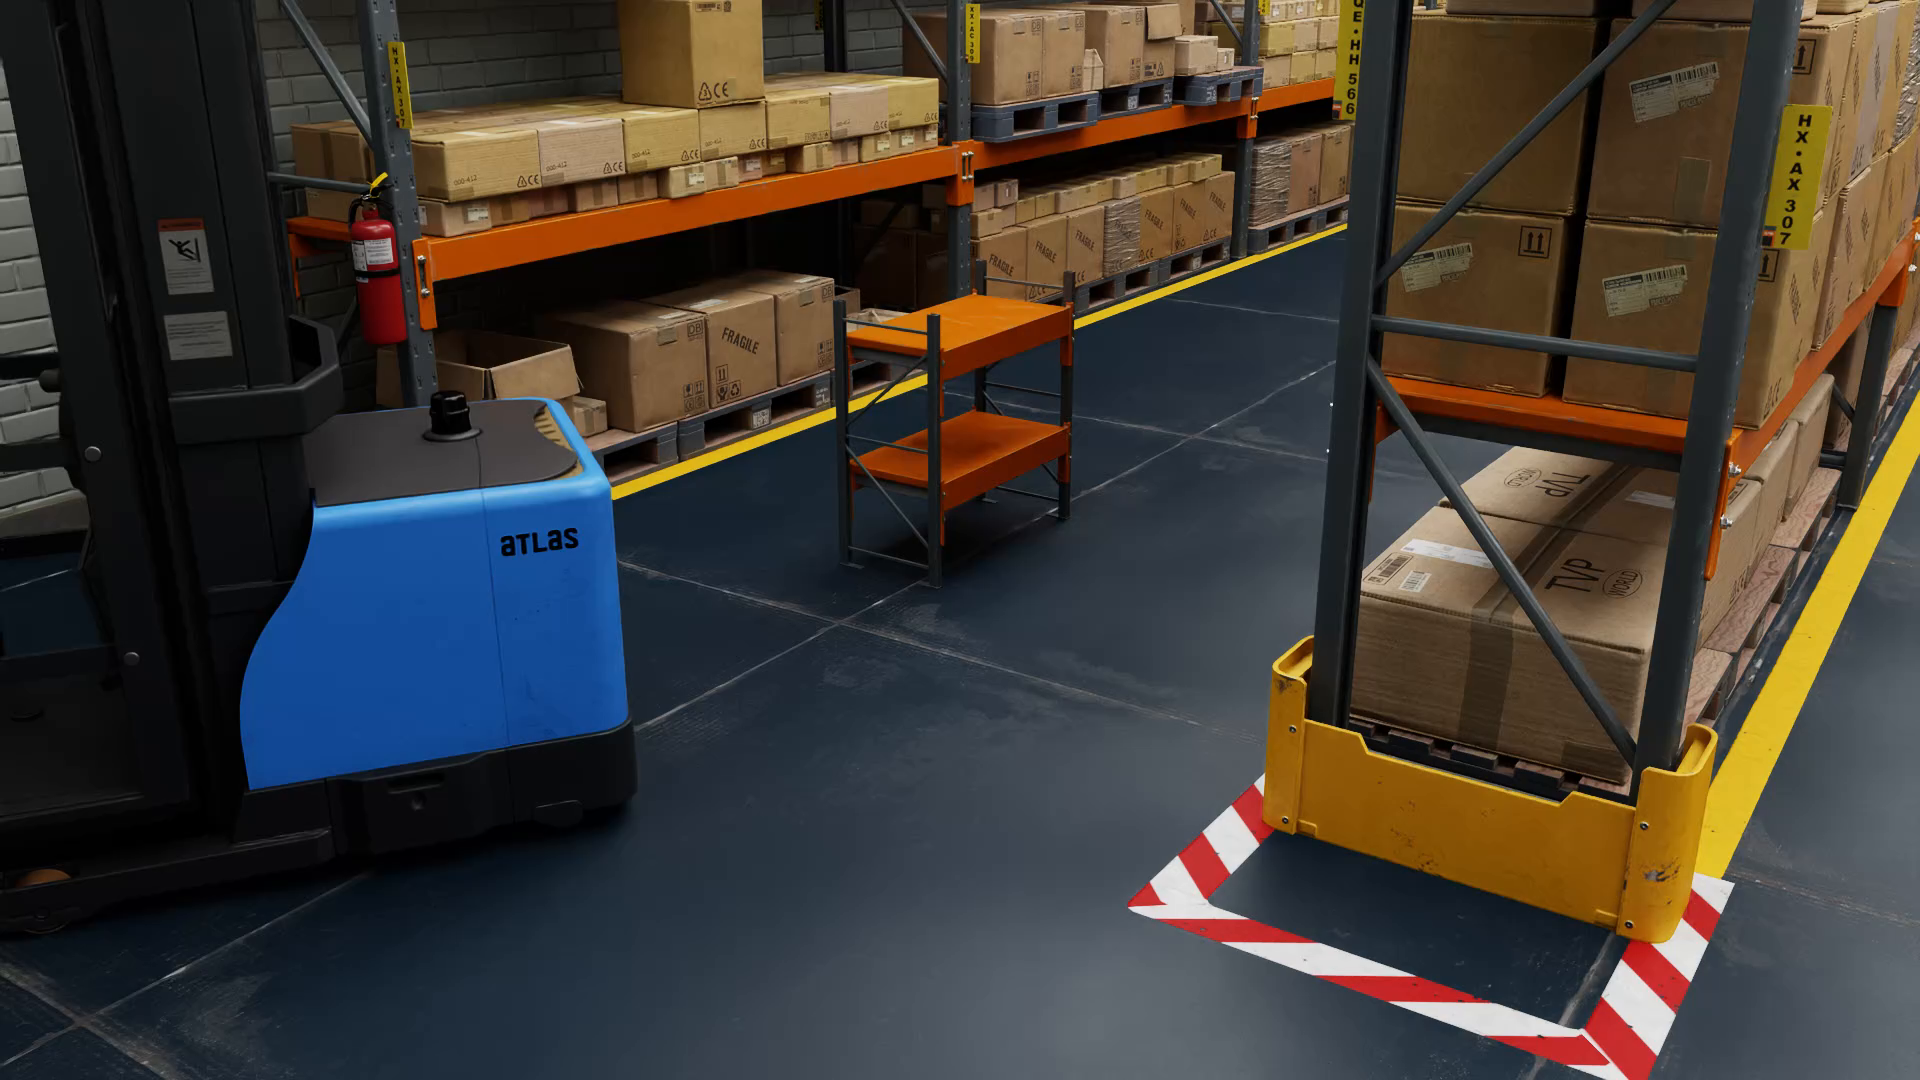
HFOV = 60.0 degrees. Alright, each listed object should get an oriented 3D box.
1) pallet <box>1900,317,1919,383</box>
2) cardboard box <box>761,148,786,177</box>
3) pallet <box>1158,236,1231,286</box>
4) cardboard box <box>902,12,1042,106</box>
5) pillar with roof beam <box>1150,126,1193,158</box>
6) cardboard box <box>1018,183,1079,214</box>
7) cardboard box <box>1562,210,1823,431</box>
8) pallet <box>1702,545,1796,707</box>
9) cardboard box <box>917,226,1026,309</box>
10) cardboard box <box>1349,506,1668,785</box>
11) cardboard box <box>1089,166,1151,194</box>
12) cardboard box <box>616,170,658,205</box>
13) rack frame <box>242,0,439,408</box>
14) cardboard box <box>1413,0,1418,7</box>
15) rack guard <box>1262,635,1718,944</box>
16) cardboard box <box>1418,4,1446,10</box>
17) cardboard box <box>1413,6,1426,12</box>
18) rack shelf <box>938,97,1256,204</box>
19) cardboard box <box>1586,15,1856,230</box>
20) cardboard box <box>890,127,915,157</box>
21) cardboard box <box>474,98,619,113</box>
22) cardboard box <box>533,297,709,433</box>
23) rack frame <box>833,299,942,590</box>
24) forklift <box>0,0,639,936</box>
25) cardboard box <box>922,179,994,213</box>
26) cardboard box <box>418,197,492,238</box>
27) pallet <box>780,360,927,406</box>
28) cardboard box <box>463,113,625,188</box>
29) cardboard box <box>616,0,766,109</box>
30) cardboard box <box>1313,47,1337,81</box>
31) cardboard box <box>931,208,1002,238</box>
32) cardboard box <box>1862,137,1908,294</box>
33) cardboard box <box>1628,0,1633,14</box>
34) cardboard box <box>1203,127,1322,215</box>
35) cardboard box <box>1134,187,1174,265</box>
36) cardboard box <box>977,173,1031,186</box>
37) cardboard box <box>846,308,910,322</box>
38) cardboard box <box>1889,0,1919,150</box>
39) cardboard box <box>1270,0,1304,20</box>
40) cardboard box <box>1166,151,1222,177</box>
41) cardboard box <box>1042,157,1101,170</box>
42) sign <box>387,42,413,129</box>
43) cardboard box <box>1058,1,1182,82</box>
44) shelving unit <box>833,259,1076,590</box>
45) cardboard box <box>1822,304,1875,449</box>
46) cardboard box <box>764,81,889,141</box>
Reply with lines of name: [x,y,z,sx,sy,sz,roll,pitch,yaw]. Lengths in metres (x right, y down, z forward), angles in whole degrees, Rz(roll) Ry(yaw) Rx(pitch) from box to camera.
pallet: [5.467,-1.279,10.418,1.003,0.211,1.213,13,24,32]
cardboard box: [-1.136,-2.000,8.710,0.380,0.149,0.250,14,24,33]
pallet: [1.414,-2.251,13.045,1.003,0.211,1.213,13,24,32]
cardboard box: [0.074,-2.957,10.185,0.700,0.500,0.500,14,24,33]
pillar with roof beam: [5.413,-6.289,11.296,9.100,9.000,0.400,13,24,32]
cardboard box: [0.579,-2.314,11.258,0.380,0.149,0.250,13,24,32]
cardboard box: [1.983,-0.632,4.504,0.500,0.500,0.500,13,24,31]
pallet: [2.547,0.212,6.388,1.003,0.211,1.213,13,24,32]
cardboard box: [0.075,-1.737,10.635,0.500,0.500,0.500,15,25,34]
cardboard box: [1.764,0.293,5.237,0.875,0.438,0.875,12,24,30]
cardboard box: [1.159,-2.613,12.068,0.380,0.149,0.250,13,24,31]
cardboard box: [-1.659,-1.695,7.885,0.380,0.149,0.250,14,24,33]
rack frame: [-2.632,-1.470,6.915,1.000,3.000,0.127,13,24,32]
cardboard box: [4.106,-5.123,15.711,0.380,0.149,0.250,14,25,34]
rack guard: [1.462,0.676,4.716,1.175,0.500,0.348,13,24,32]
cardboard box: [4.579,-5.036,16.412,0.500,0.500,0.500,13,24,30]
cardboard box: [4.049,-4.886,15.647,0.500,0.250,0.500,13,24,31]
rack shelf: [0.741,-2.854,11.694,1.077,0.370,4.000,13,24,32]
cardboard box: [1.981,-1.101,4.332,0.500,0.500,0.500,13,24,31]
cardboard box: [-0.482,-2.280,9.467,0.380,0.149,0.250,14,25,33]
cardboard box: [-2.019,-2.012,8.167,0.500,0.250,0.500,14,25,33]
cardboard box: [-1.697,-0.889,8.343,0.700,0.500,0.500,14,25,34]
rack frame: [-0.290,-0.380,6.670,0.500,1.125,0.032,13,24,32]
forklift: [-2.541,-0.507,4.410,3.031,2.935,1.130,-8,22,-21]
cardboard box: [-0.012,-2.149,10.384,0.380,0.149,0.250,13,24,31]
cardboard box: [-2.220,-1.393,7.069,0.380,0.149,0.250,13,24,31]
pallet: [-0.770,-1.113,9.969,1.003,0.211,1.213,13,24,32]
cardboard box: [-1.871,-1.761,7.490,0.500,0.250,0.500,14,24,32]
cardboard box: [-1.311,-2.399,8.133,0.500,0.500,0.500,14,24,33]
cardboard box: [2.888,-4.067,14.152,0.500,0.250,0.500,12,24,30]
cardboard box: [0.039,-1.997,10.404,0.380,0.149,0.250,15,25,34]
cardboard box: [3.120,-1.219,6.092,0.500,0.500,0.500,13,24,31]
cardboard box: [1.993,-1.460,4.368,0.380,0.149,0.250,14,24,33]
cardboard box: [2.588,-3.214,14.447,0.875,0.625,0.625,14,25,34]
cardboard box: [1.224,-2.334,12.250,0.500,0.500,0.500,15,25,34]
cardboard box: [0.278,-2.488,11.730,0.380,0.149,0.250,14,24,33]
cardboard box: [-0.453,-1.260,9.852,0.380,0.149,0.250,12,24,30]
cardboard box: [3.117,-1.685,5.912,0.500,0.500,0.500,14,24,33]
cardboard box: [2.560,-4.306,13.503,0.380,0.149,0.250,14,25,33]
cardboard box: [1.797,-2.903,12.852,0.380,0.149,0.250,12,23,29]
cardboard box: [0.840,-2.787,12.539,0.380,0.149,0.250,12,23,29]
sign: [-2.183,-1.770,6.479,0.100,0.325,0.005,13,24,32]
cardboard box: [1.101,-3.506,11.666,0.797,0.503,0.637,13,24,31]
shelving unit: [-0.004,-0.526,7.065,0.538,1.125,1.048,13,24,32]
cardboard box: [4.006,-1.045,8.222,0.875,0.875,0.875,14,25,33]
cardboard box: [-0.737,-2.346,9.072,0.500,0.250,0.500,13,24,32]
